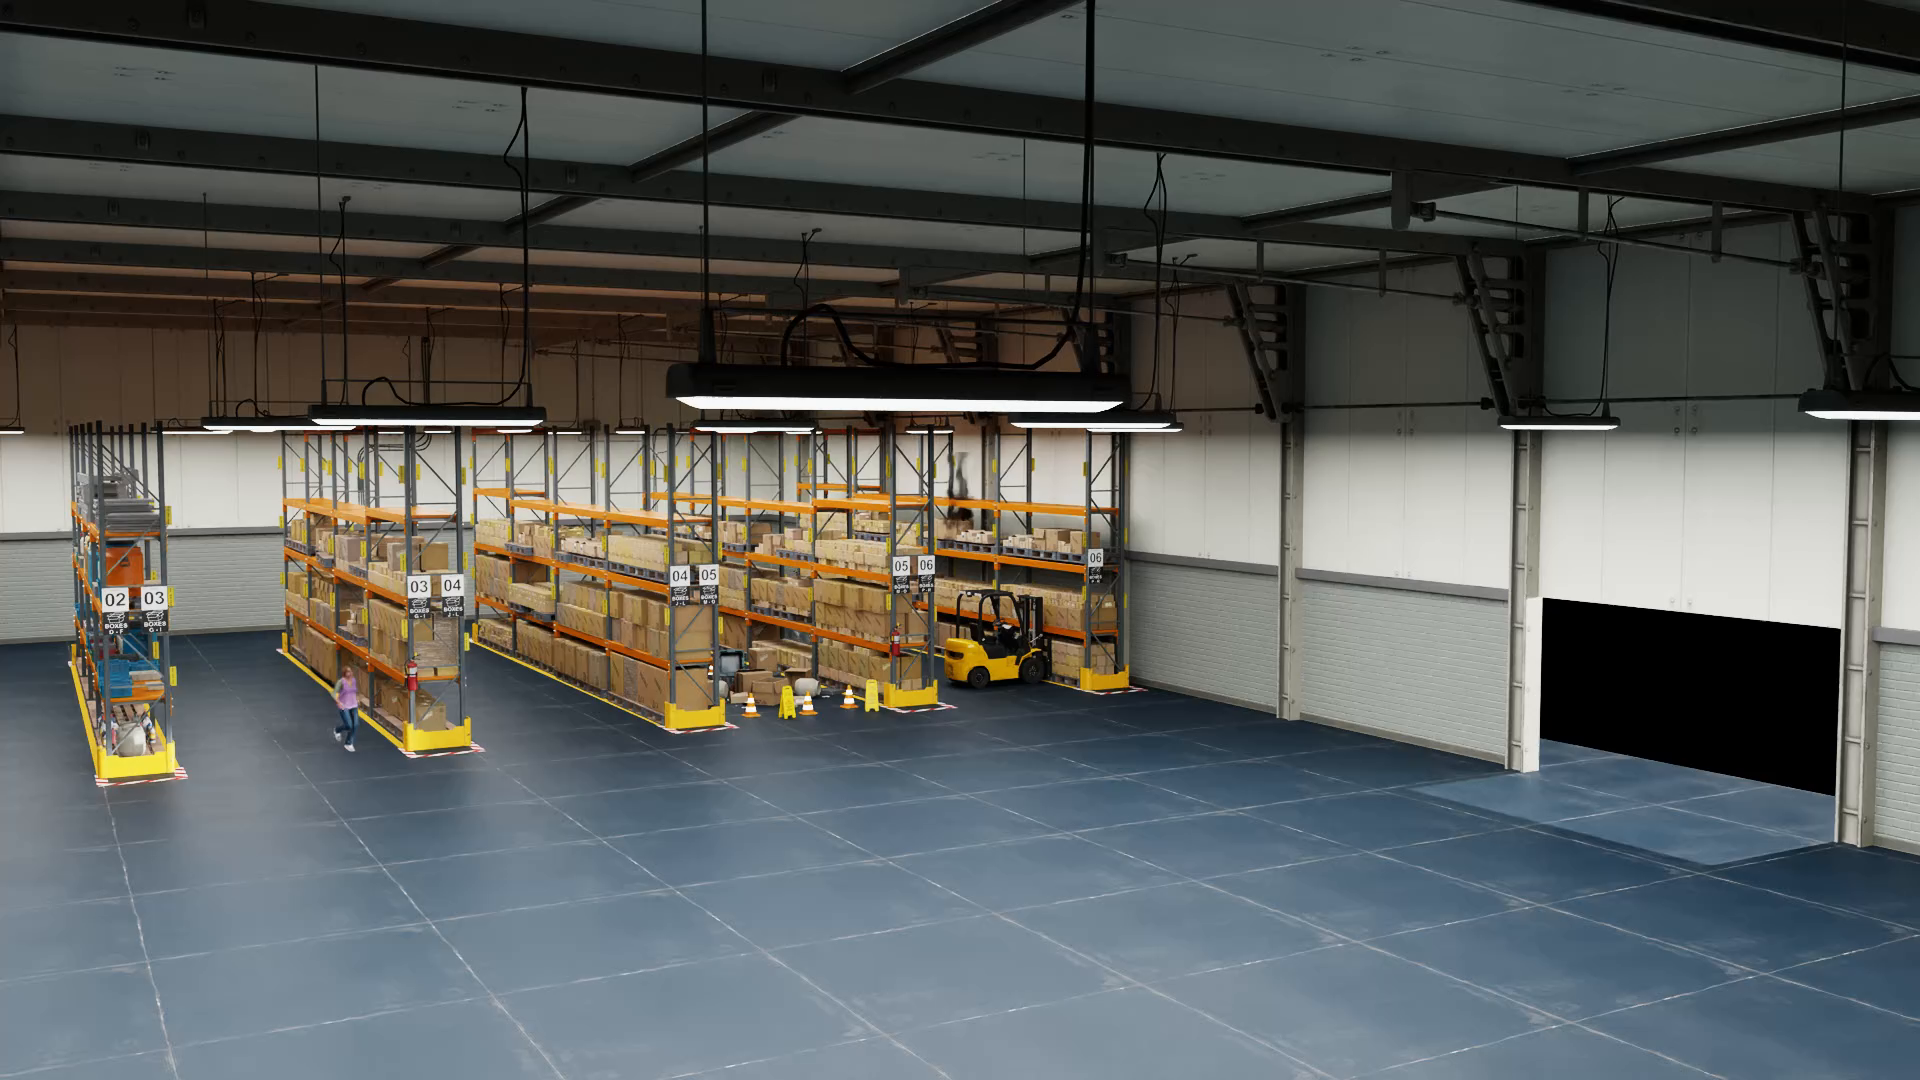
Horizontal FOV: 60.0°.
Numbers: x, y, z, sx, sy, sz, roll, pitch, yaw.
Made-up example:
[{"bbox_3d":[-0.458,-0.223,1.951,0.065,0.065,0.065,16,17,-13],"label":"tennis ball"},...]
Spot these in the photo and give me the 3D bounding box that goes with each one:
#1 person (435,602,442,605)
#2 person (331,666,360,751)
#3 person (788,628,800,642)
[{"bbox_3d":[-14.636,1.986,46.422,0.693,1.746,0.652,-1,4,-9],"label":"person"},{"bbox_3d":[-11.247,3.080,30.477,0.548,1.569,0.547,3,5,40],"label":"person"},{"bbox_3d":[-4.567,2.095,45.538,0.578,1.683,1.059,-2,4,-24],"label":"person"}]
